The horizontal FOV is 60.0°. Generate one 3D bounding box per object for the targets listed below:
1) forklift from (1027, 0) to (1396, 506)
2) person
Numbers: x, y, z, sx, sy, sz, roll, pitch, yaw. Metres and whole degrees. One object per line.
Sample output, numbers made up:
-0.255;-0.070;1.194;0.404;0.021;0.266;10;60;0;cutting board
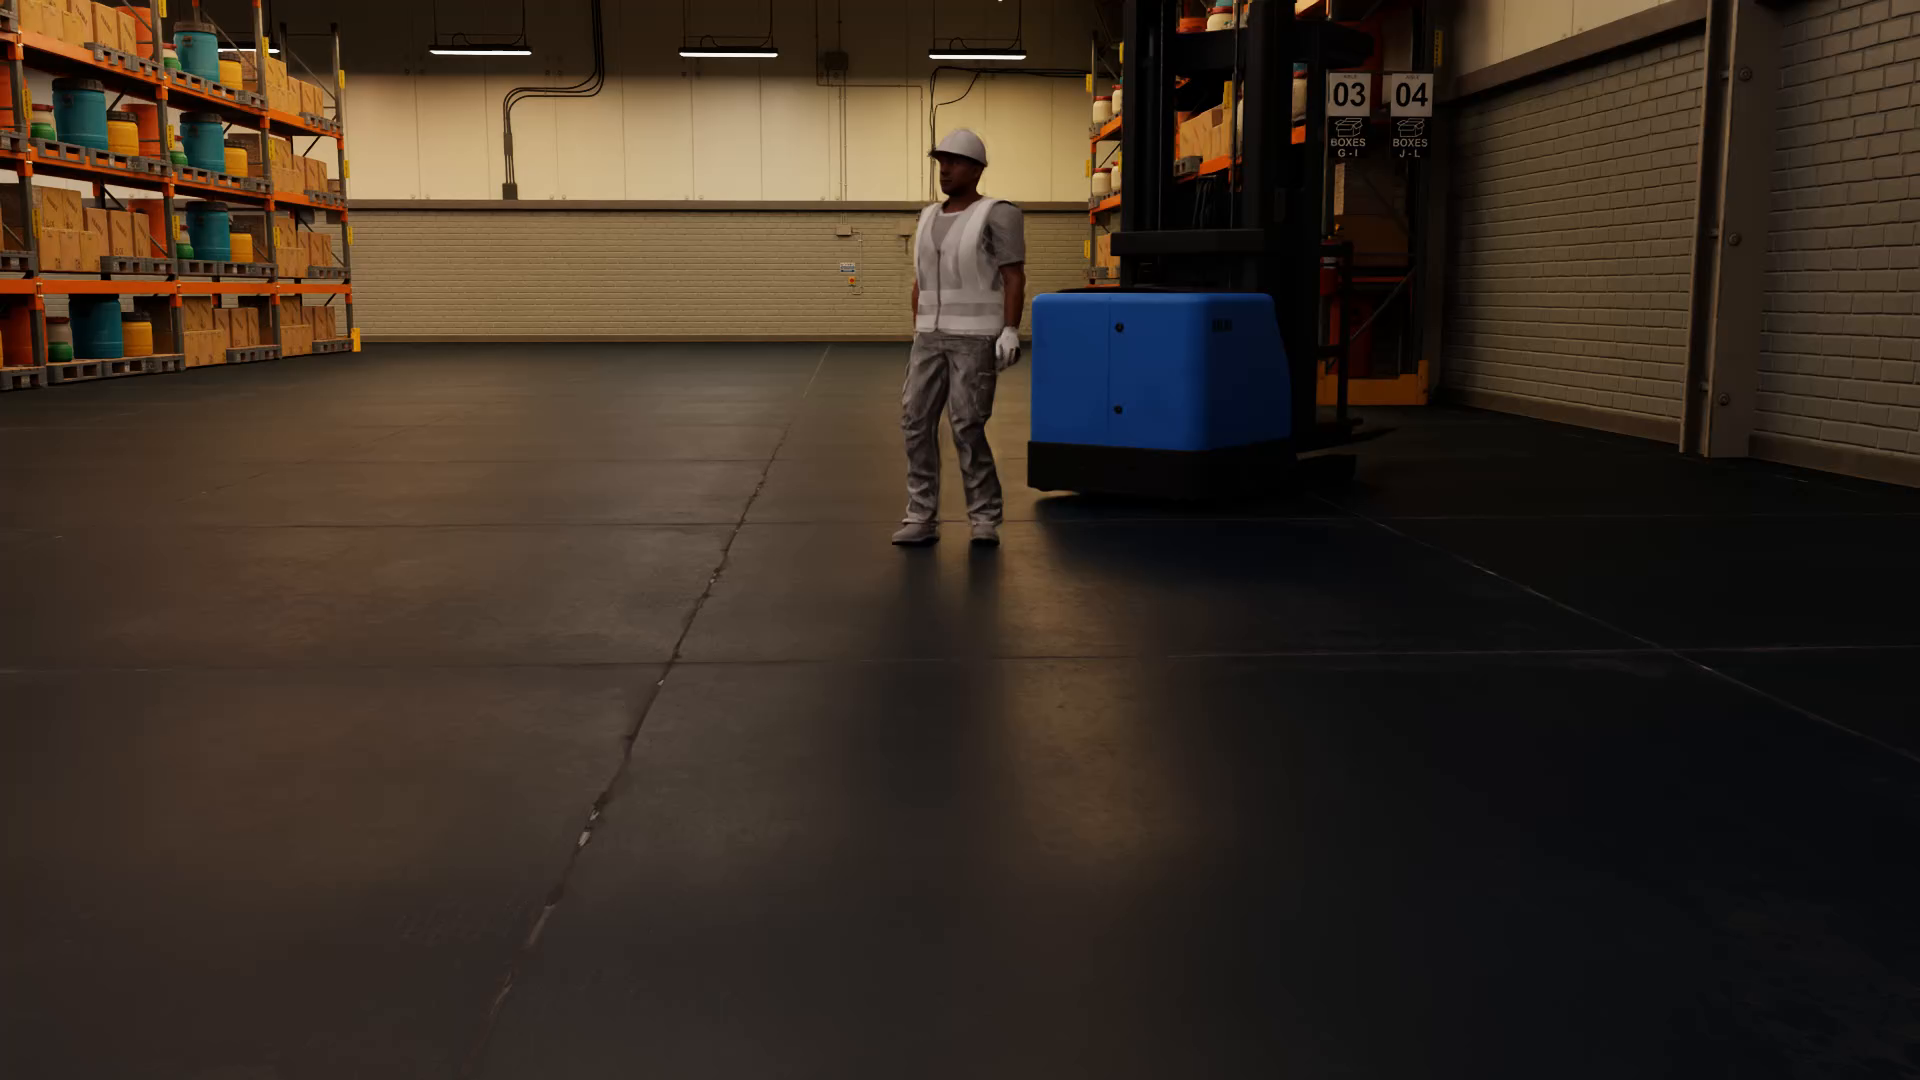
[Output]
1.623;-1.792;9.401;1.130;2.935;3.031;6;10;35;forklift
-0.016;-0.849;7.095;0.637;1.781;0.476;7;11;38;person
